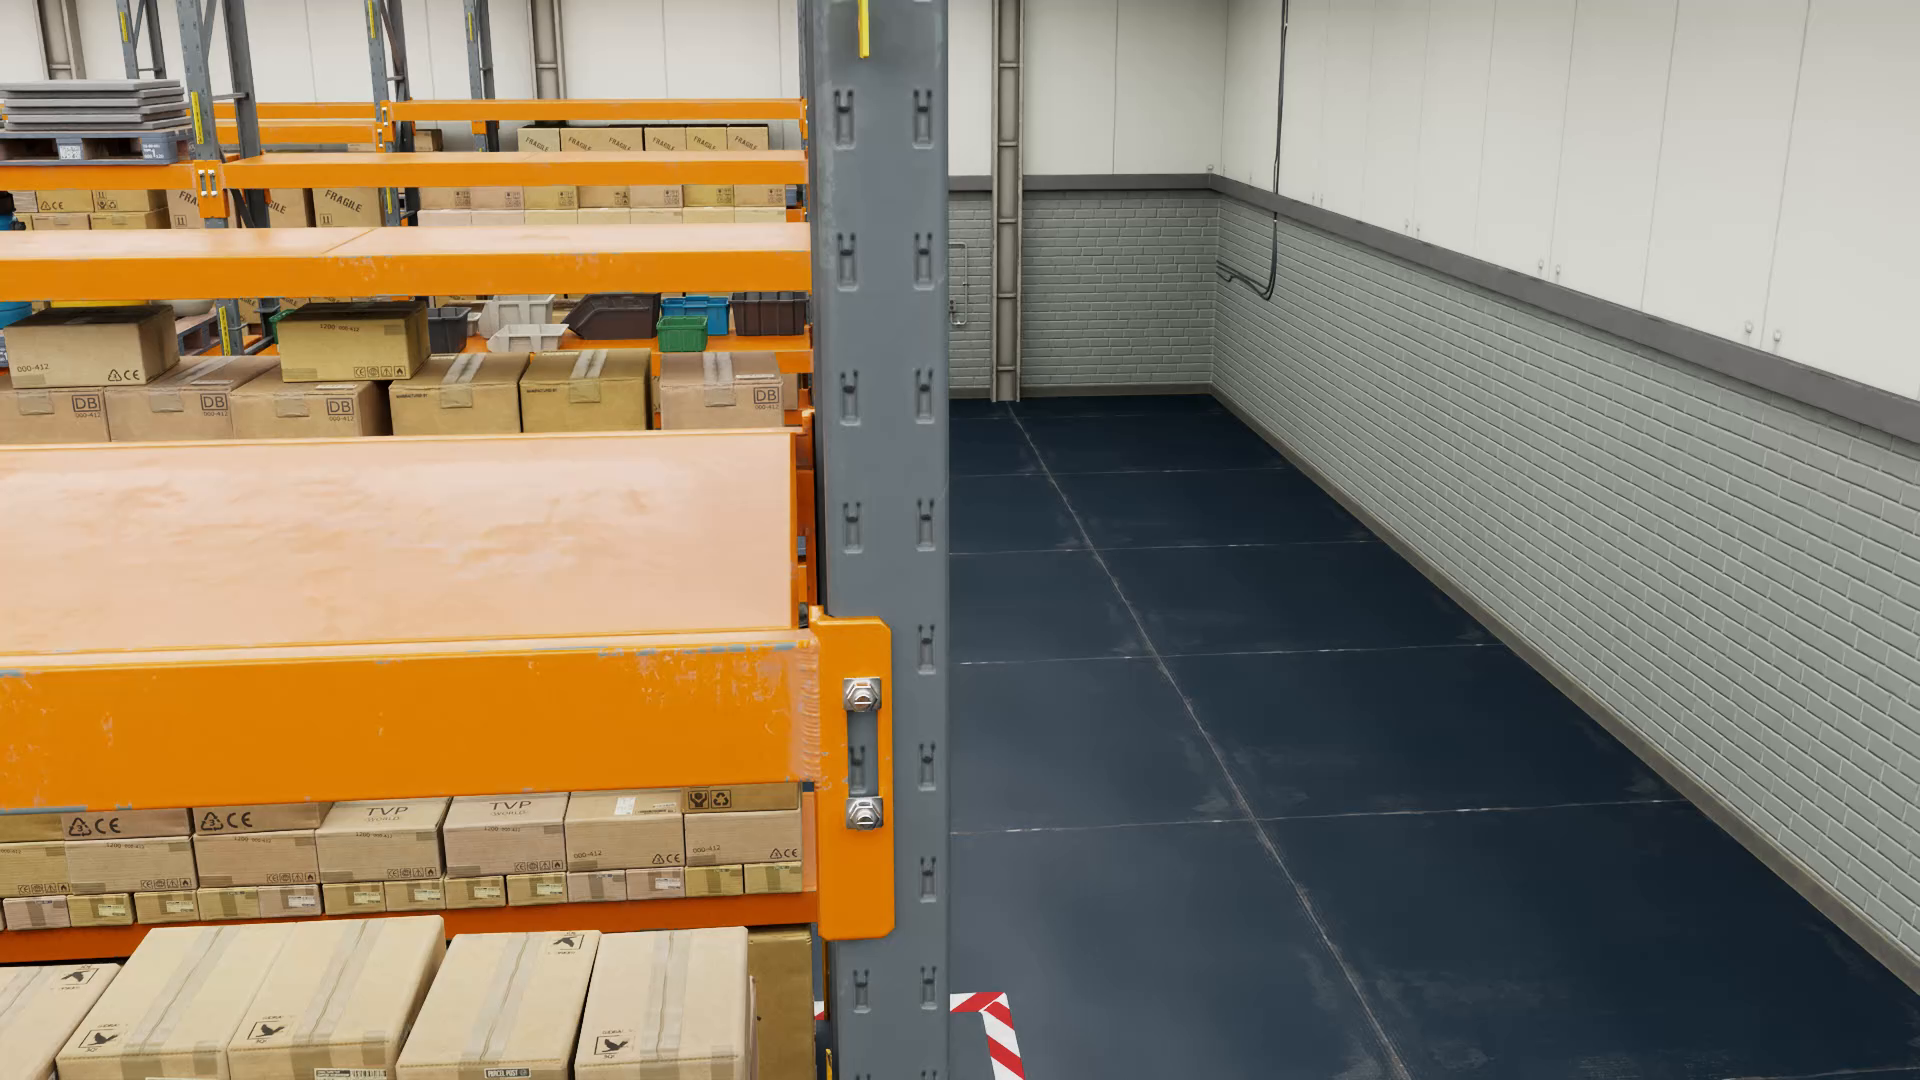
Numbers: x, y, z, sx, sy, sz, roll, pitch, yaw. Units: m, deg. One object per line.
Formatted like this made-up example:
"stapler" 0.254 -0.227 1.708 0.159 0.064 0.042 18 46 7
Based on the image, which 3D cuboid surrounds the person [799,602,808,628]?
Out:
"person" -1.506 0.264 14.421 0.883 0.948 0.513 -2 17 -7
